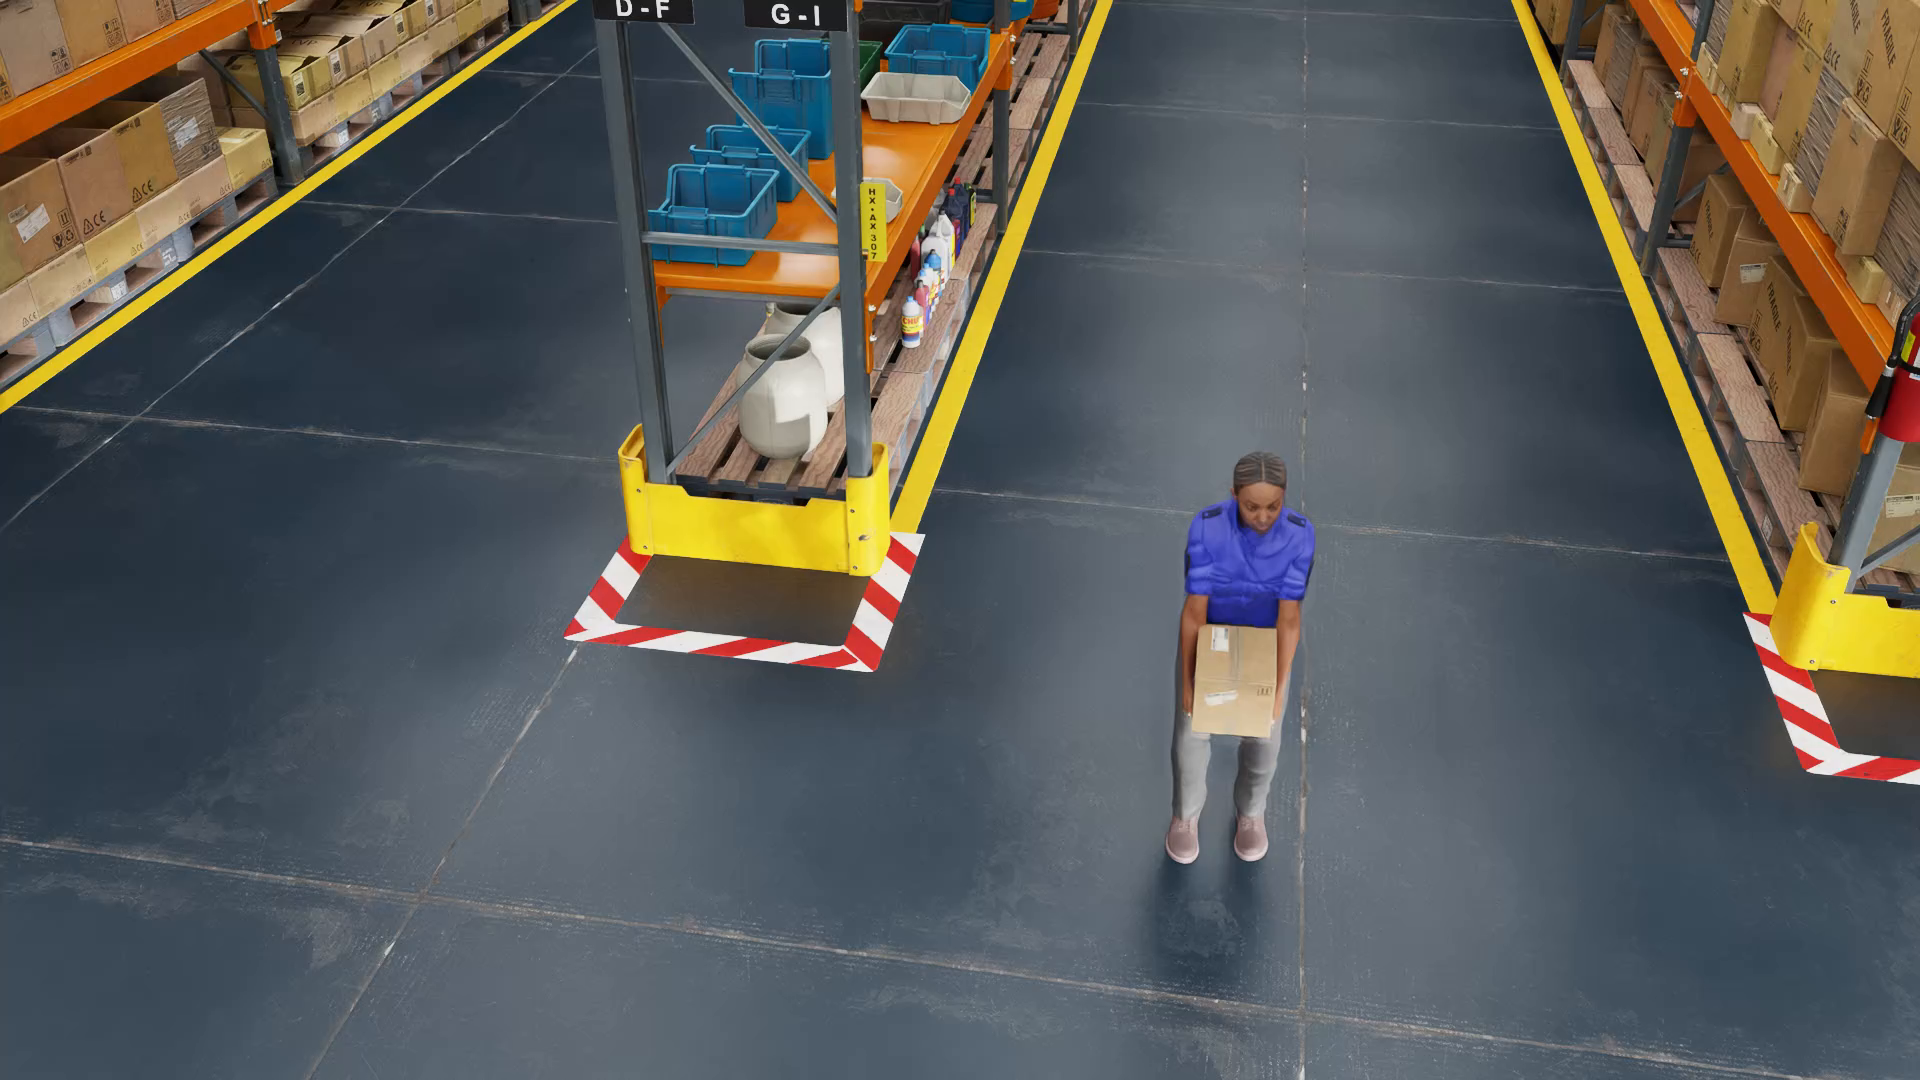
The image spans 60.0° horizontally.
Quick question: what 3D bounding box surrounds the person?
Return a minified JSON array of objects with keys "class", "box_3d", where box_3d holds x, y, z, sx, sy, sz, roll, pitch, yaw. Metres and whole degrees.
[{"class":"person","box_3d":[0.923,0.407,5.534,0.411,1.637,0.539,5,33,7]}]
